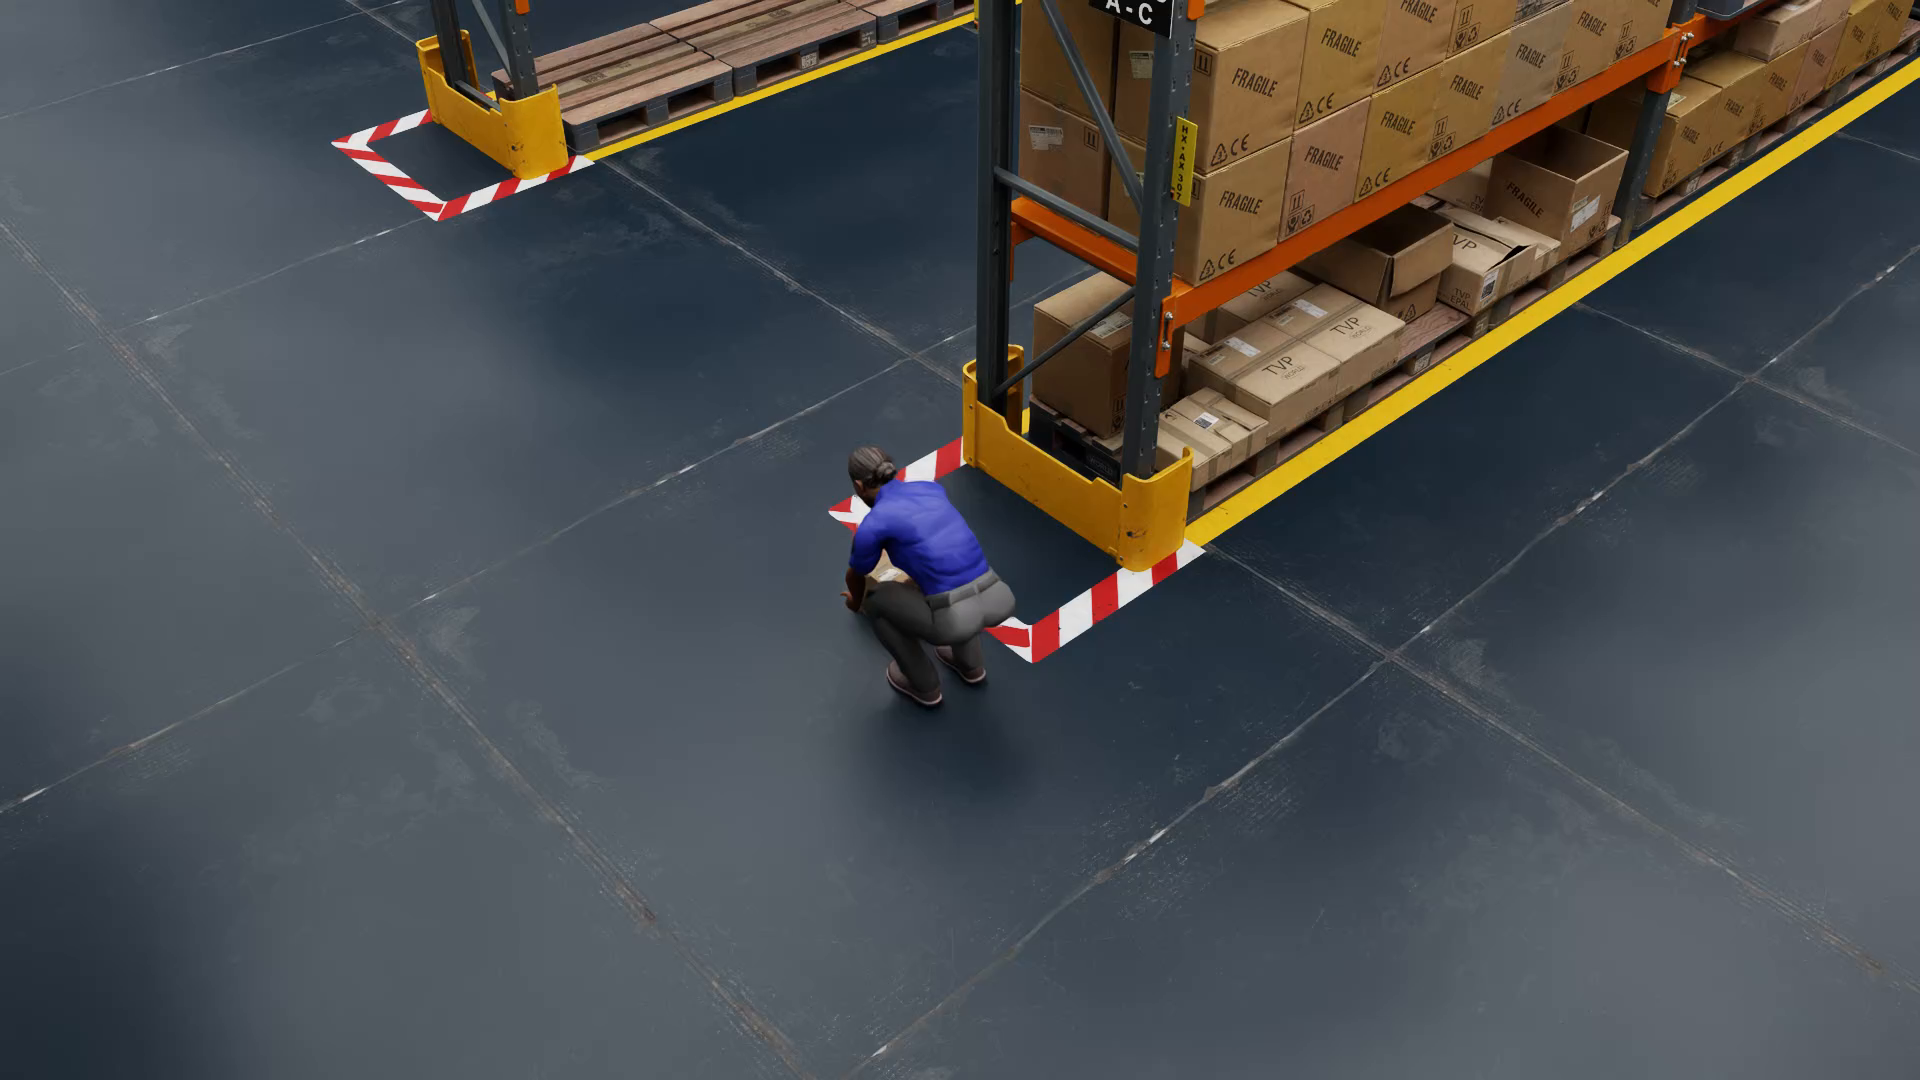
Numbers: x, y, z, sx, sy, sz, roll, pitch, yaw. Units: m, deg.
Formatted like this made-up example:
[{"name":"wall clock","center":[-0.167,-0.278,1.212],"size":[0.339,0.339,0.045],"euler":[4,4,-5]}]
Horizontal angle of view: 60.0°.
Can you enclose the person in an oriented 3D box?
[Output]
[{"name":"person","center":[-0.146,0.166,6.498],"size":[0.469,0.976,0.789],"euler":[-26,46,-27]}]
